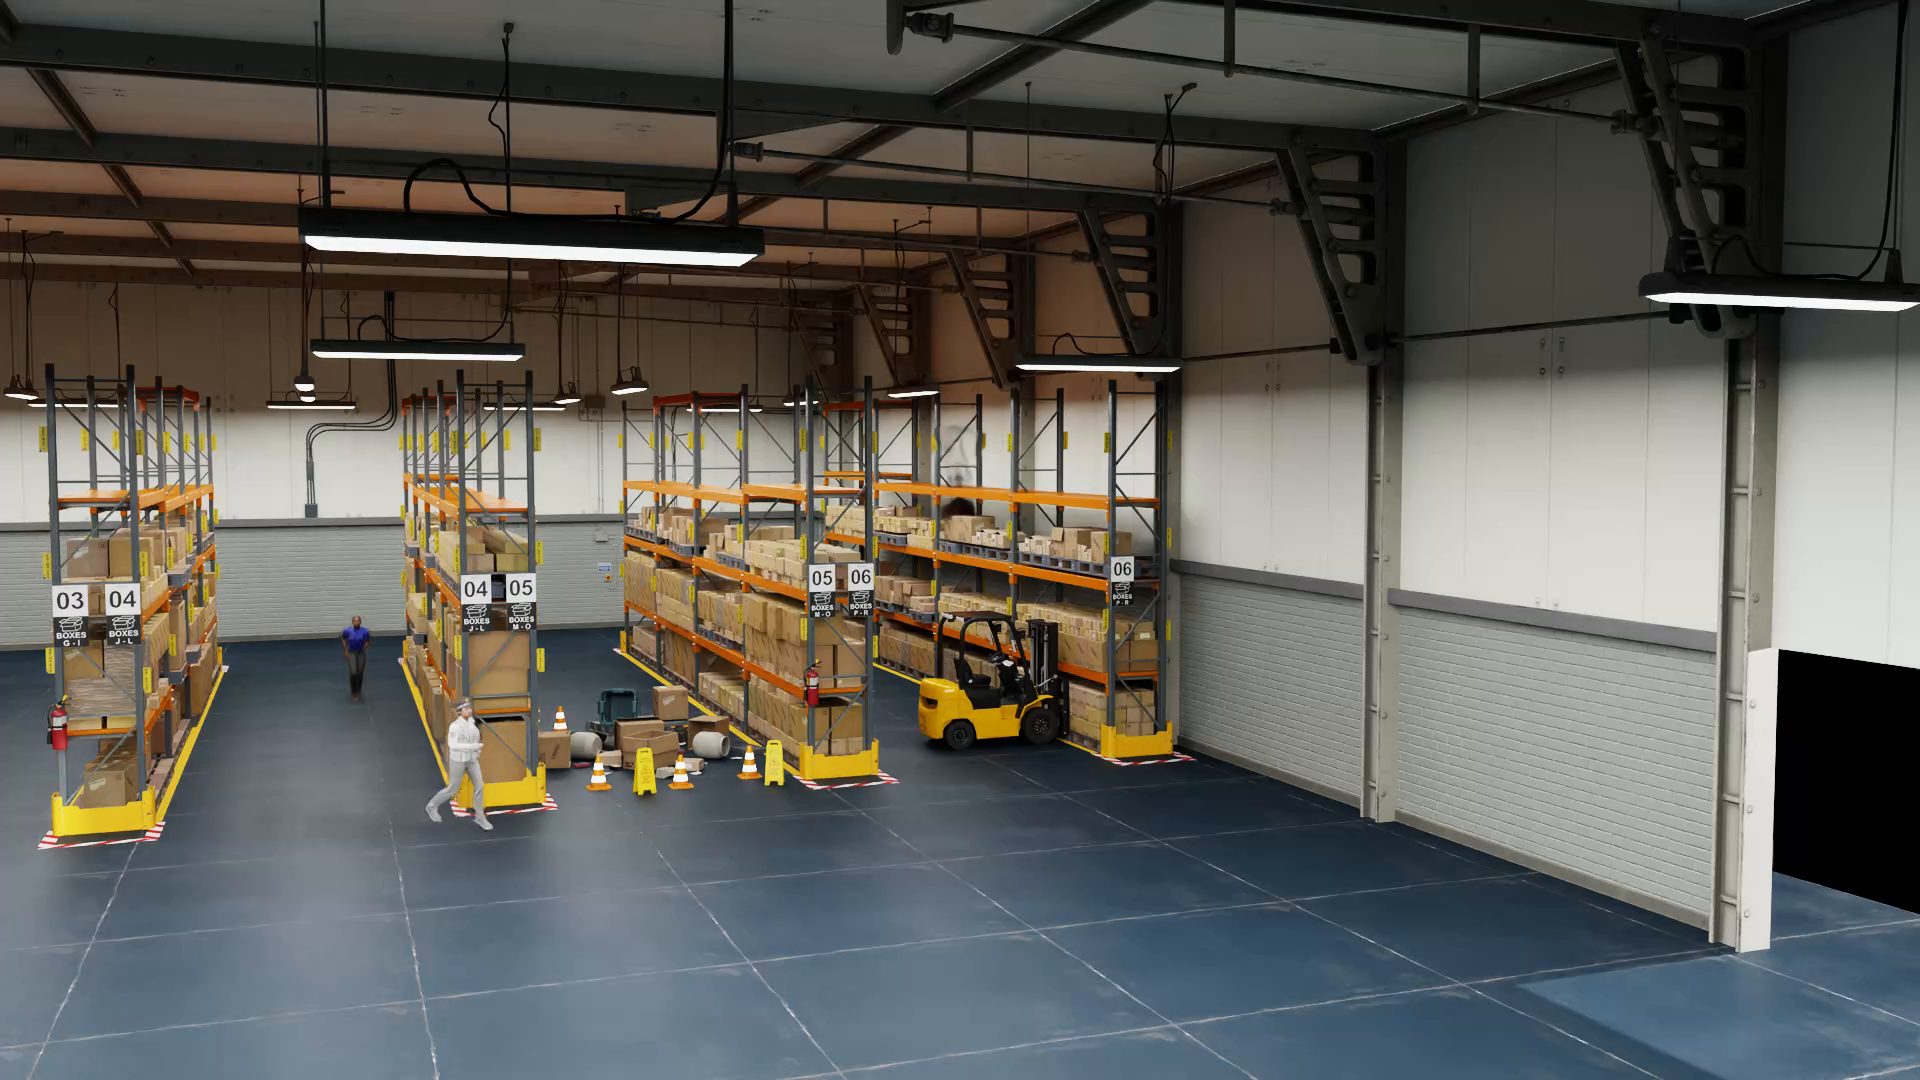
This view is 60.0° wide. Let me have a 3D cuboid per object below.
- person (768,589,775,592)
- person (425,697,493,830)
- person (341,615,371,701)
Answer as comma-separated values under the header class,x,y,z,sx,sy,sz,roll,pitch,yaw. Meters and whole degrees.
class,x,y,z,sx,sy,sz,roll,pitch,yaw
person,-4.246,1.928,38.204,0.627,1.779,0.782,-3,5,-44
person,-6.492,2.893,21.624,0.930,1.722,0.620,2,4,25
person,-11.773,2.309,32.454,0.506,1.706,0.846,-2,4,-30
